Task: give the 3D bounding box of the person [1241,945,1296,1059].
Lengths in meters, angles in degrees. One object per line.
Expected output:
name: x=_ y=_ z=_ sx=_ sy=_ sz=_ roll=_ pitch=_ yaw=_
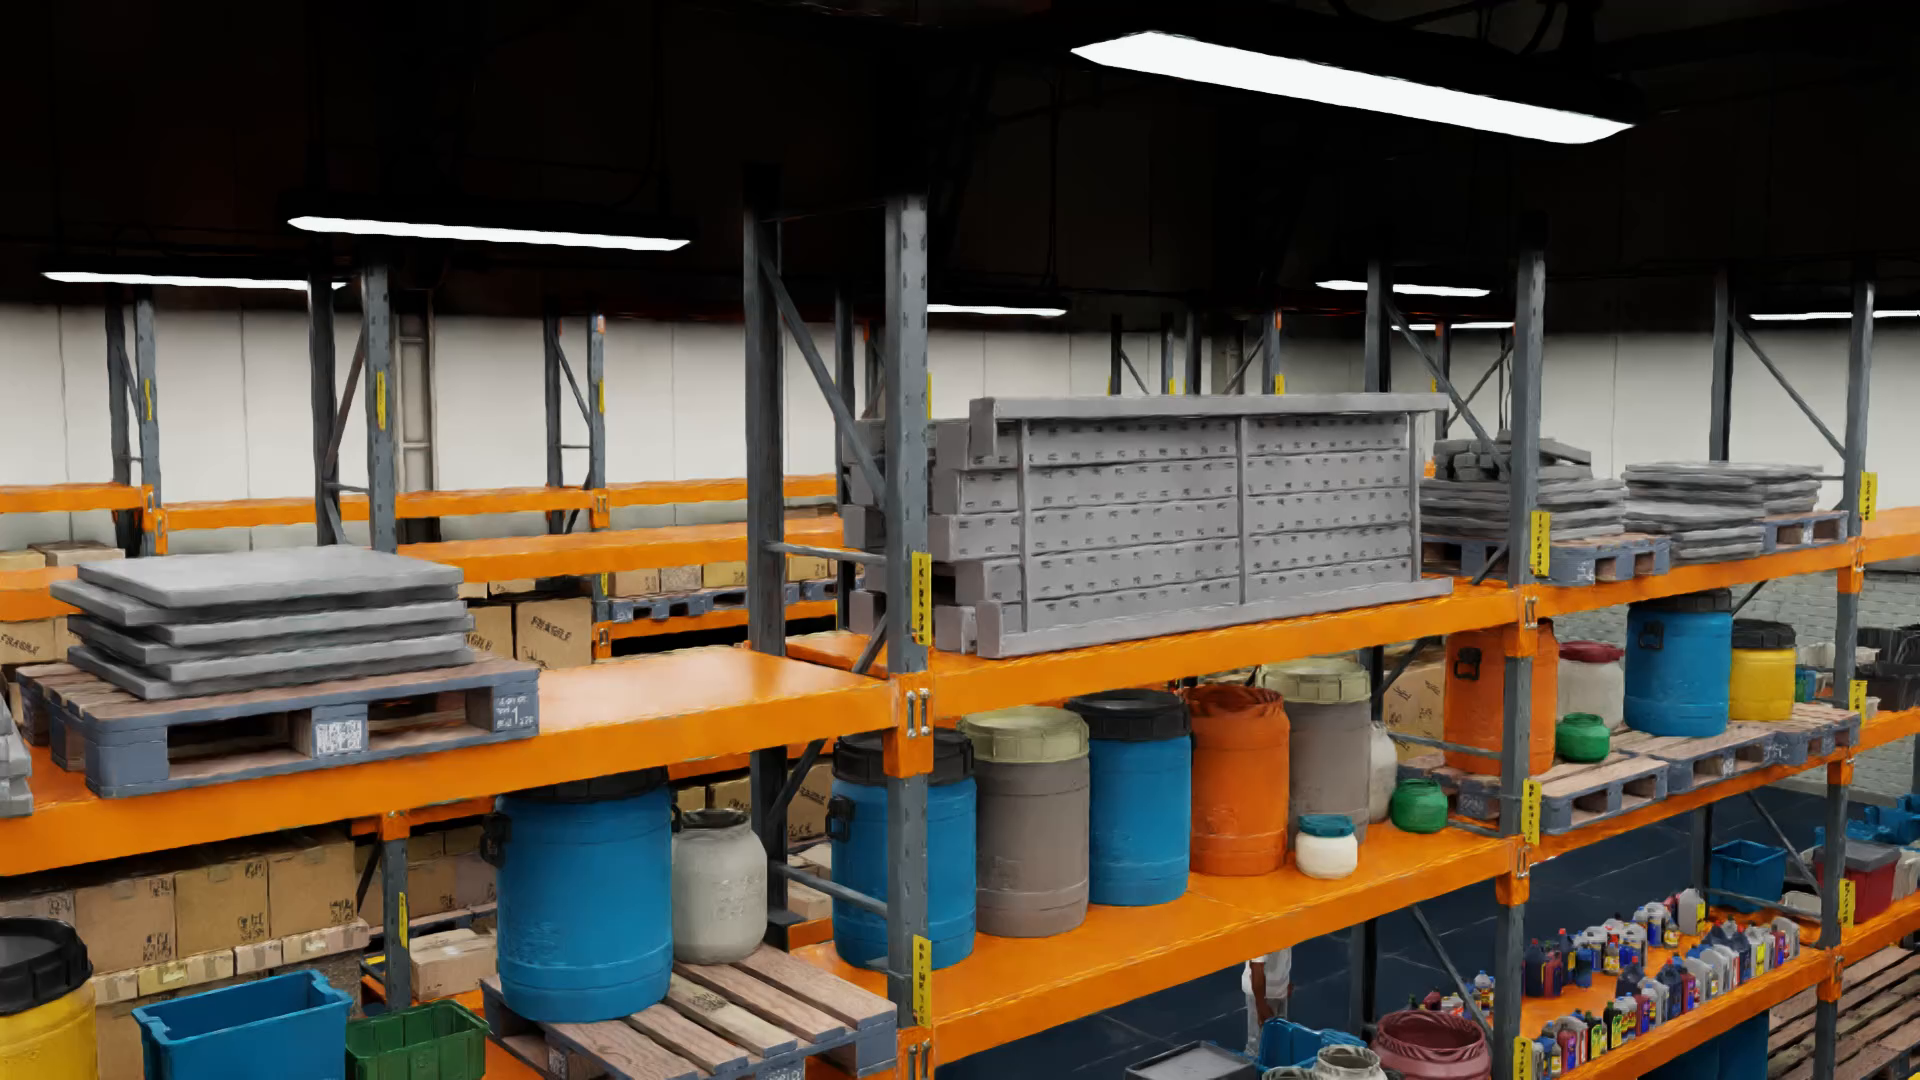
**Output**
person: x=2.194 y=3.152 z=11.631 sx=0.456 sy=1.768 sz=0.628 roll=2 pitch=6 yaw=22
